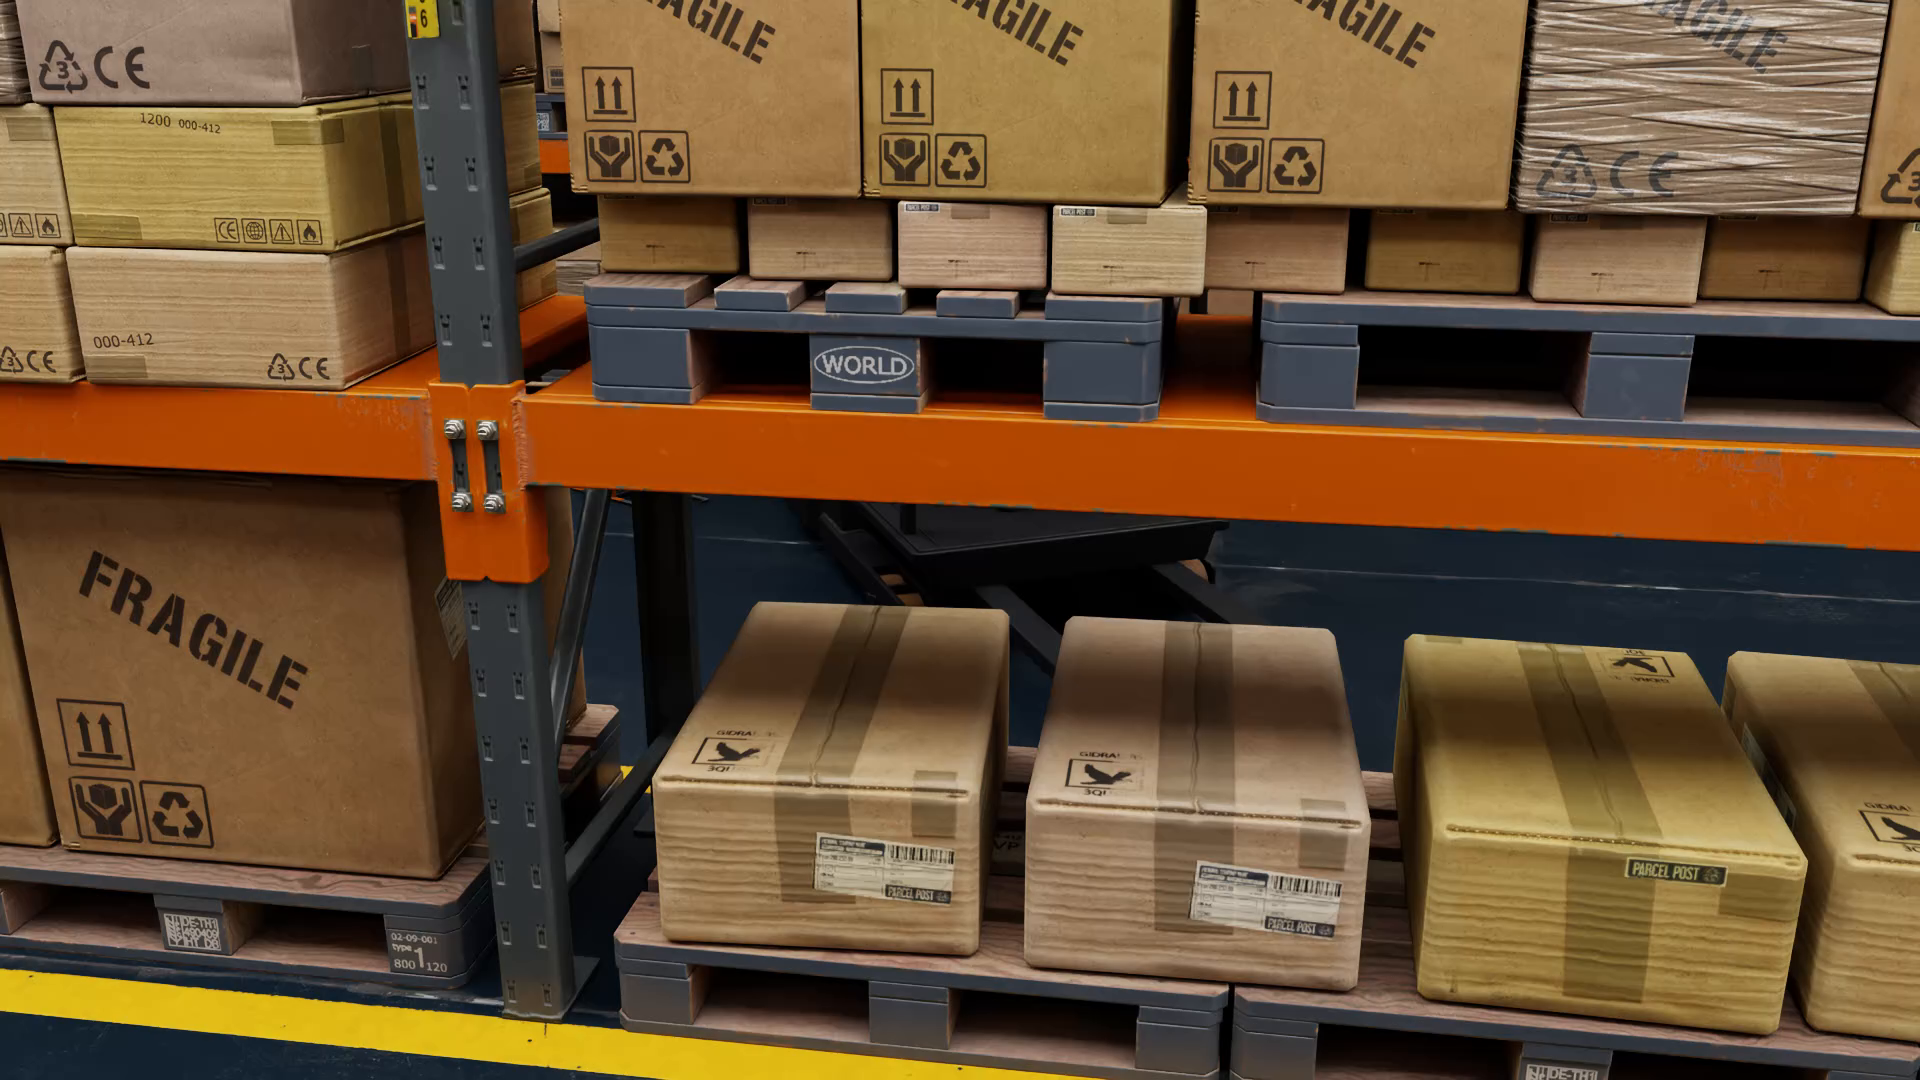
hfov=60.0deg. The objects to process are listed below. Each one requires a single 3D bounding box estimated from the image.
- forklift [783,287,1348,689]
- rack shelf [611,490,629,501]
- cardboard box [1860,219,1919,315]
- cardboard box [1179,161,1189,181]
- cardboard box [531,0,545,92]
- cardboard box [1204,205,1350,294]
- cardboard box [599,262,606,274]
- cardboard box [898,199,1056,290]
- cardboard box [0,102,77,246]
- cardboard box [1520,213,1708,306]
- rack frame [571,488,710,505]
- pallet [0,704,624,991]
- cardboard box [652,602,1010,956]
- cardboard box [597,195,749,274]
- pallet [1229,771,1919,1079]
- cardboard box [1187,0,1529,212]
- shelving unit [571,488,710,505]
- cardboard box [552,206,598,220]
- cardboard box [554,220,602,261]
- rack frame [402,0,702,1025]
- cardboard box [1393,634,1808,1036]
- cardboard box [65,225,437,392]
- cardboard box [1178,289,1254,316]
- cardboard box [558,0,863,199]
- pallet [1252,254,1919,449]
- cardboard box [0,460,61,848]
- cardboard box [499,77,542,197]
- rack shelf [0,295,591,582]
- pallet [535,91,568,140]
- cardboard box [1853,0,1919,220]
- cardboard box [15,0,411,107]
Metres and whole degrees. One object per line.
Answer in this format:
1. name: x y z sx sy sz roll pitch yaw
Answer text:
1. forklift: 0.211 -1.204 5.282 1.130 2.935 3.031 -7 20 -19
2. rack shelf: -1.341 -0.283 6.834 0.103 0.180 0.258 14 23 36
3. cardboard box: 1.602 -0.474 2.727 0.250 0.149 0.380 3 19 9
4. cardboard box: 0.350 -0.733 3.500 0.250 0.149 0.380 2 19 6
5. cardboard box: -2.228 -2.443 8.059 0.500 0.500 0.700 3 19 8
6. cardboard box: 0.556 -0.545 2.938 0.250 0.149 0.380 4 19 12
7. cardboard box: -1.468 -1.177 8.372 0.500 0.500 0.500 4 19 11
8. cardboard box: 0.038 -0.553 2.962 0.250 0.149 0.380 2 19 5
9. cardboard box: -1.816 -0.736 3.223 0.500 0.250 0.500 2 19 7
10. cardboard box: 1.089 -0.509 2.832 0.250 0.149 0.380 4 19 10
11. rack frame: -1.563 -0.251 7.031 1.200 0.006 0.240 14 23 36
12. pallet: -1.557 0.659 4.001 1.213 0.211 1.003 3 19 9
13. cardboard box: -0.234 0.478 3.626 0.625 0.372 0.950 2 19 5
14. cardboard box: -0.499 -0.606 3.120 0.250 0.149 0.380 2 19 5
15. pallet: 1.182 0.824 3.508 1.213 0.211 1.003 3 19 9
16. cardboard box: 0.658 -0.844 2.810 0.500 0.500 0.500 3 19 10
17. shelving unit: -1.563 -0.337 7.003 1.200 0.189 0.258 14 23 36
18. cardboard box: -2.017 -1.676 8.840 0.250 0.149 0.380 2 19 6
19. cardboard box: -1.839 -1.498 8.308 0.250 0.149 0.380 2 19 6
20. rack frame: -0.790 -0.600 3.370 0.127 3.000 1.000 3 19 9
21. cardboard box: 1.244 0.553 3.403 0.625 0.372 0.950 4 19 10
22. cardboard box: -1.331 -0.473 3.227 0.500 0.250 0.500 2 19 7
23. cardboard box: 1.253 -1.162 8.131 0.625 0.625 0.875 4 19 10
24. cardboard box: -0.383 -0.893 2.956 0.500 0.500 0.500 2 19 7
25. pallet: 1.171 -0.423 3.141 1.213 0.211 1.003 3 19 9
26. cardboard box: -2.339 0.101 3.960 0.875 0.875 0.875 3 19 9
27. cardboard box: -1.251 -0.869 3.622 0.500 0.250 0.500 3 19 8
28. rack shelf: -2.765 -0.360 3.785 4.000 0.370 1.077 3 19 9
29. pallet: -1.928 -2.161 8.337 1.213 0.211 1.003 3 19 9
30. cardboard box: 1.668 -0.790 2.650 0.500 0.500 0.500 4 19 11
31. cardboard box: -1.342 -1.066 3.028 0.500 0.500 0.500 2 19 7
